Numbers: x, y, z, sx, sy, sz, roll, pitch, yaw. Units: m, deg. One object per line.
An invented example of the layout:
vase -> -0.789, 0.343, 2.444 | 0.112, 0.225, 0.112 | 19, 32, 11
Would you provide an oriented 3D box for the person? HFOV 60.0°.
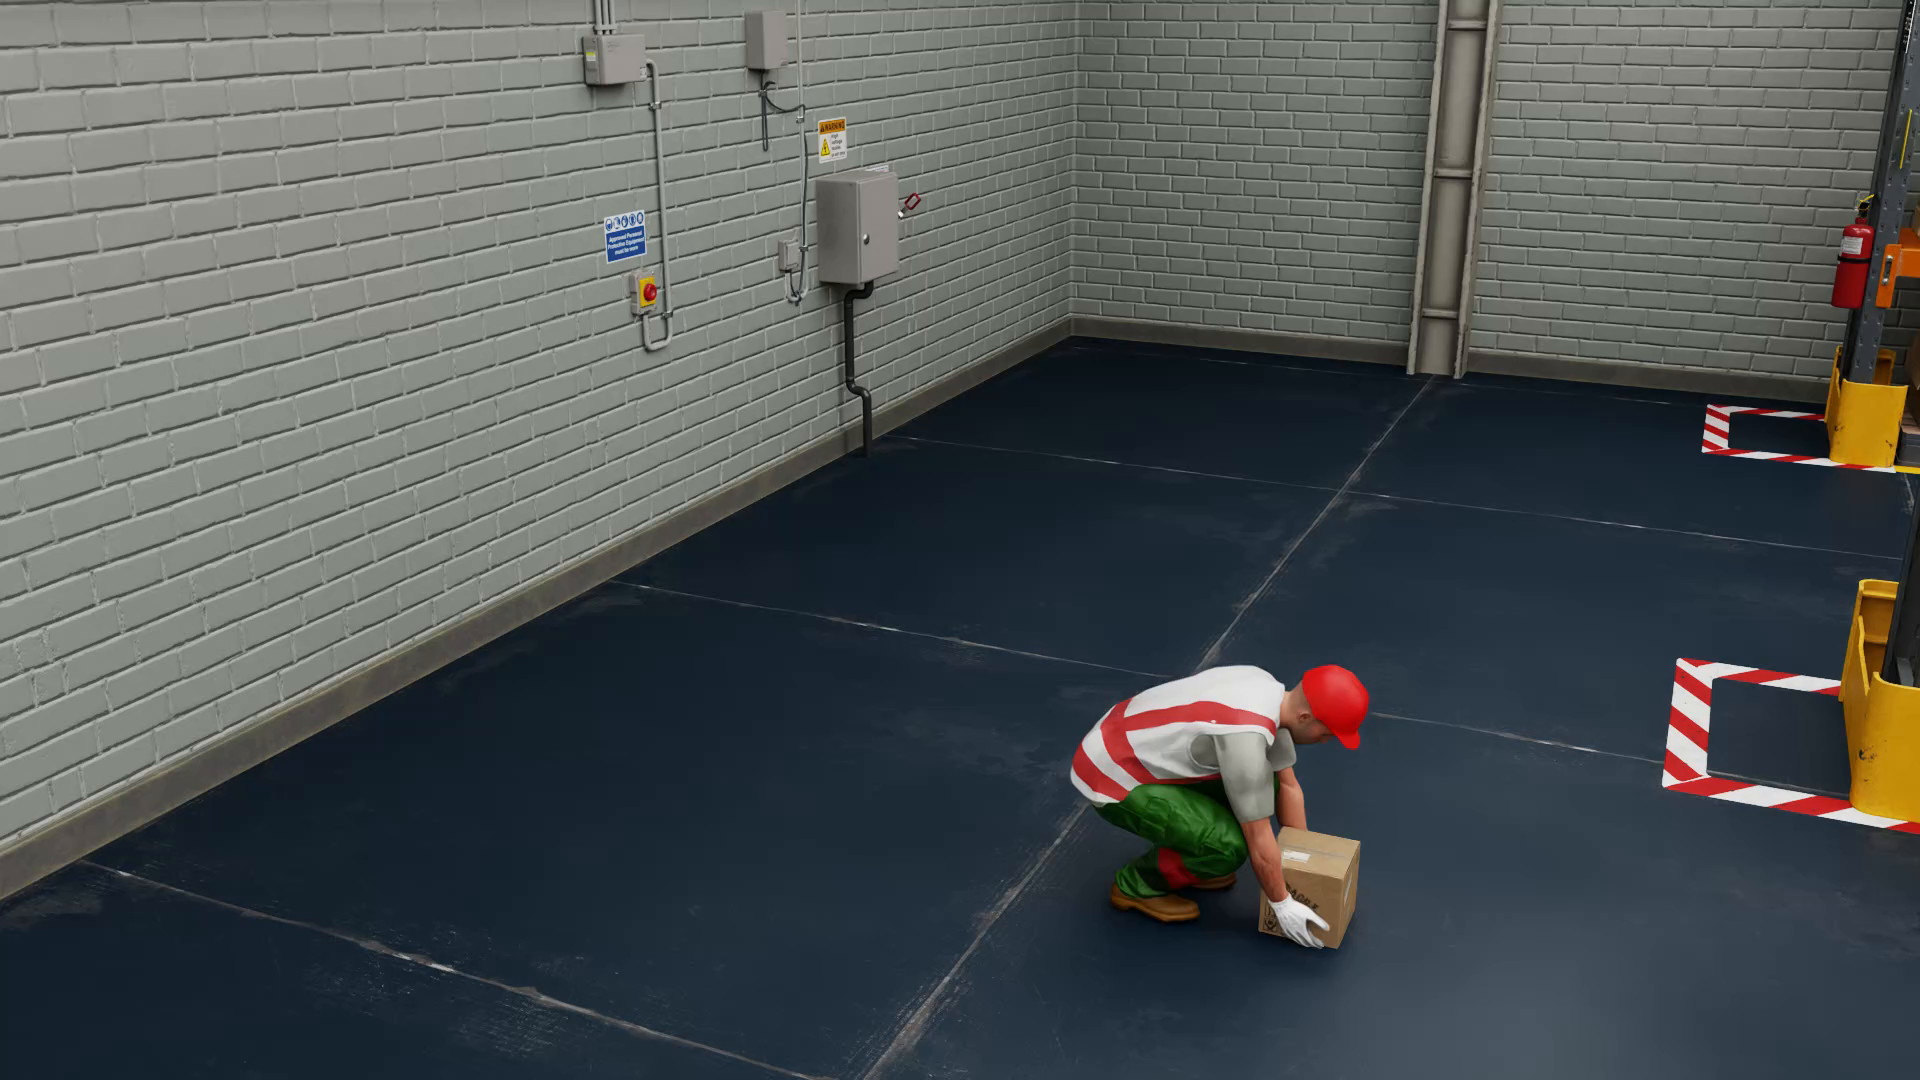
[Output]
person -> 0.807, 0.768, 5.256 | 0.890, 0.880, 0.563 | 8, 21, 23
